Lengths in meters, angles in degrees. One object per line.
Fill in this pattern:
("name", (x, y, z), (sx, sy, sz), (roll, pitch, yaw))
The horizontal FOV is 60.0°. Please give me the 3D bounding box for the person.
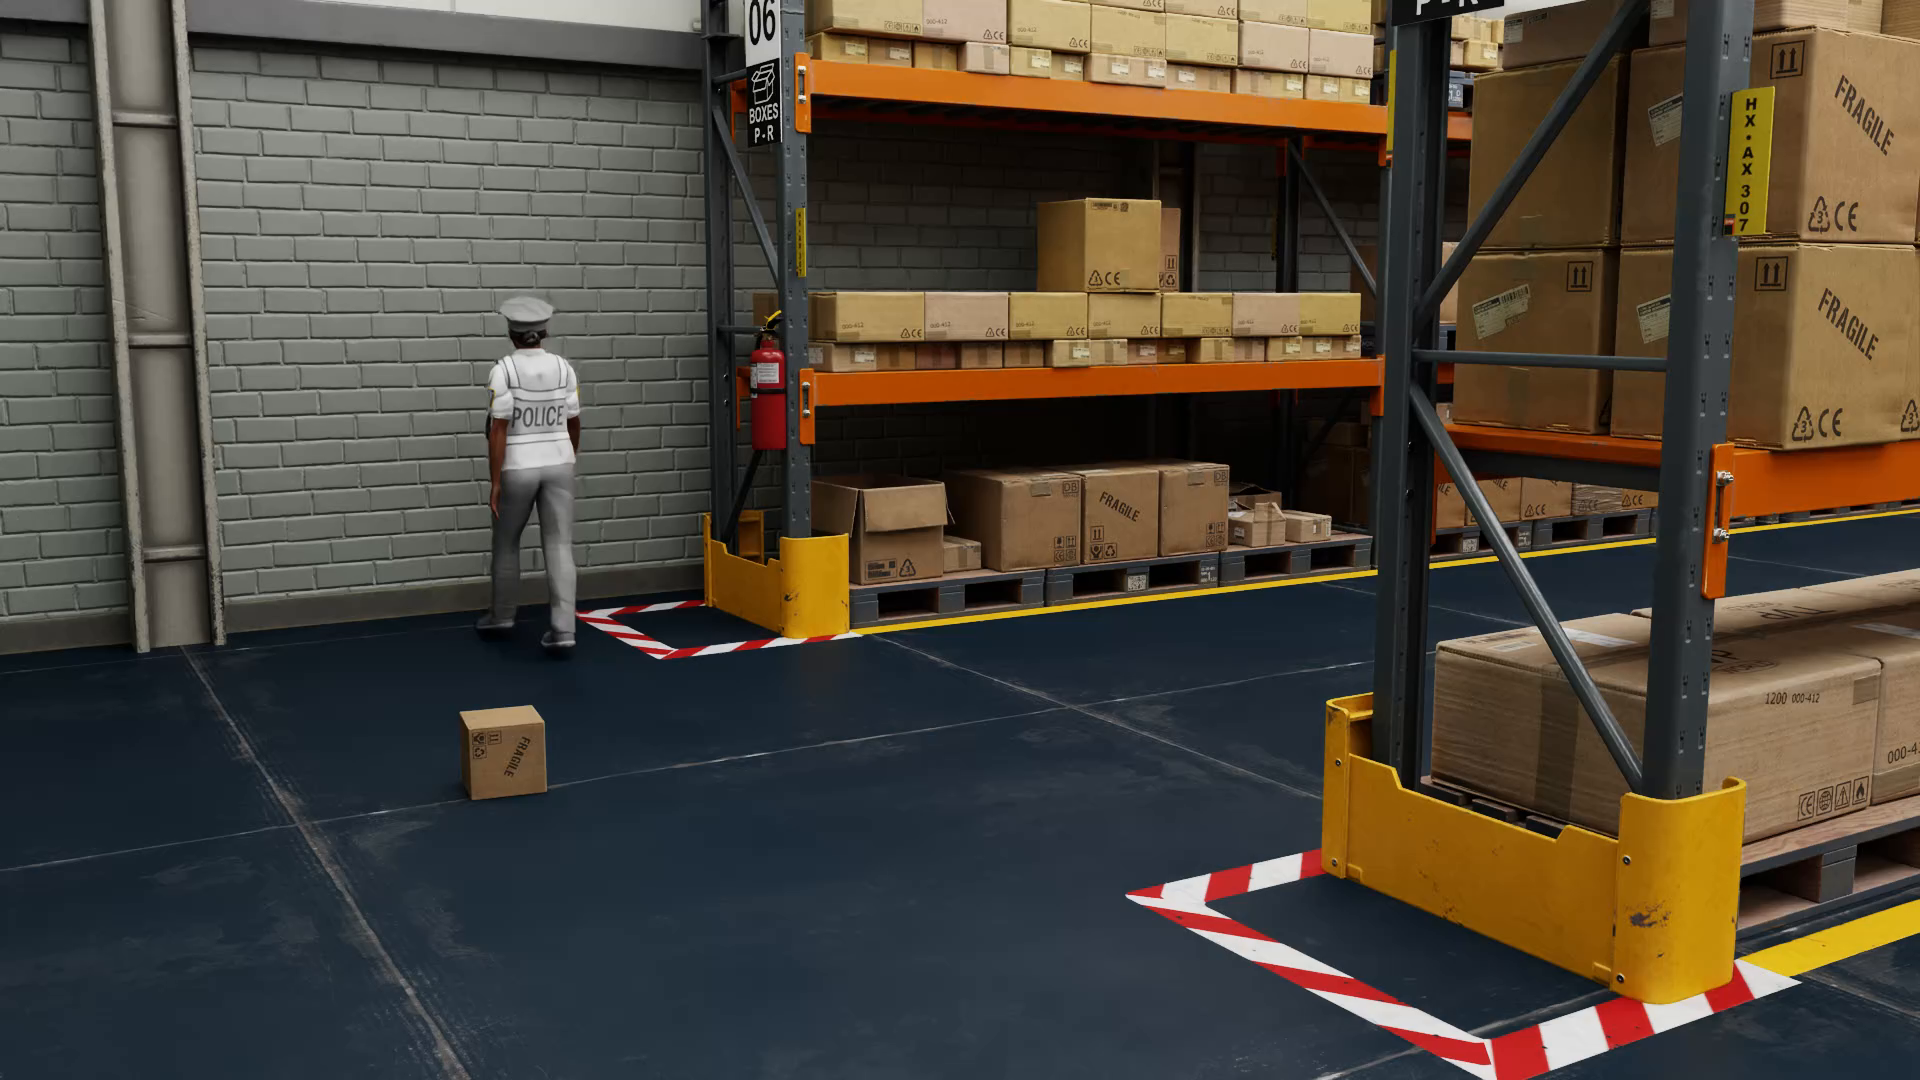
("person", (-2.061, -0.337, 7.971), (0.483, 1.651, 0.912), (-5, 9, -29))
